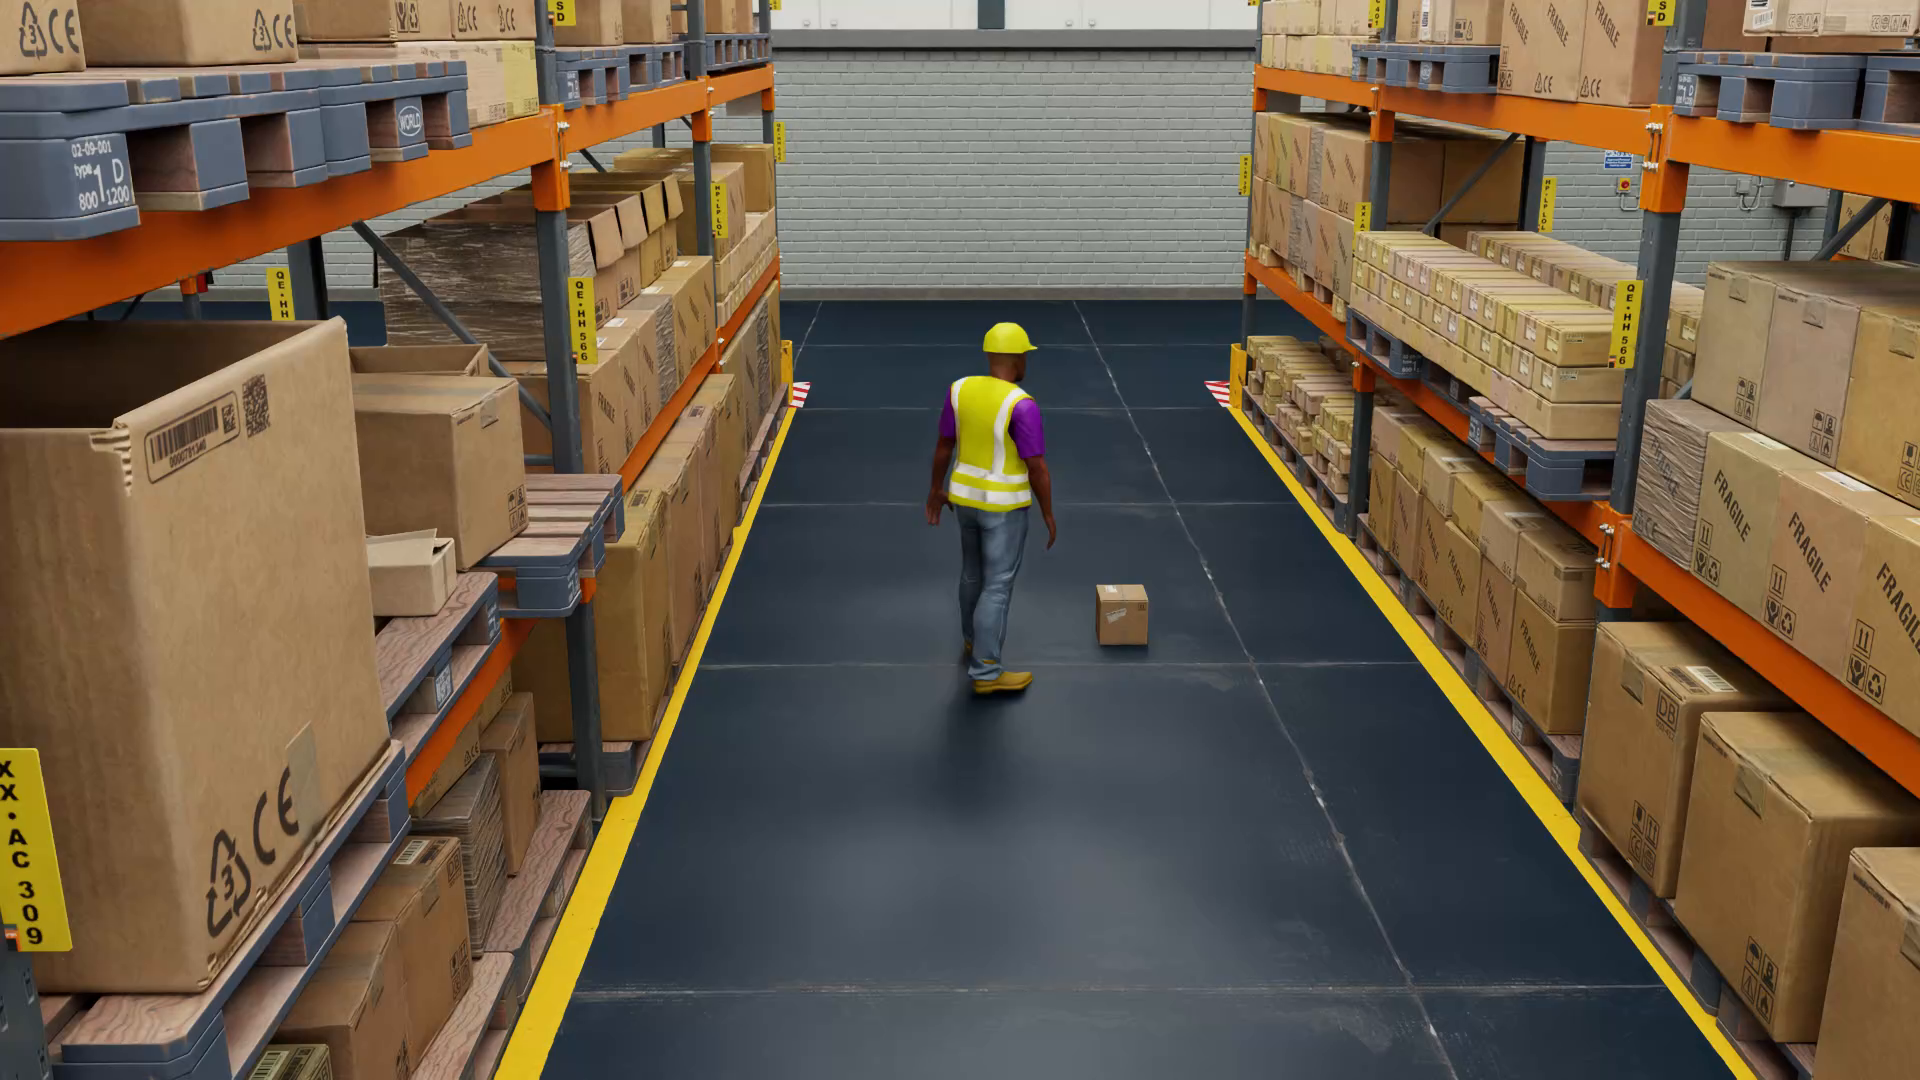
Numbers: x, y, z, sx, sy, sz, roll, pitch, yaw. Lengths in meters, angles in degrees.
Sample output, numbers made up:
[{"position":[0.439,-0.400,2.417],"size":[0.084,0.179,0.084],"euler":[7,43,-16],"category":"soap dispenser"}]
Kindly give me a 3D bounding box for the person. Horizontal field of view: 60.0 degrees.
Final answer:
[{"position":[0.187,-0.196,8.097],"size":[0.732,1.749,0.692],"euler":[15,23,41],"category":"person"}]
